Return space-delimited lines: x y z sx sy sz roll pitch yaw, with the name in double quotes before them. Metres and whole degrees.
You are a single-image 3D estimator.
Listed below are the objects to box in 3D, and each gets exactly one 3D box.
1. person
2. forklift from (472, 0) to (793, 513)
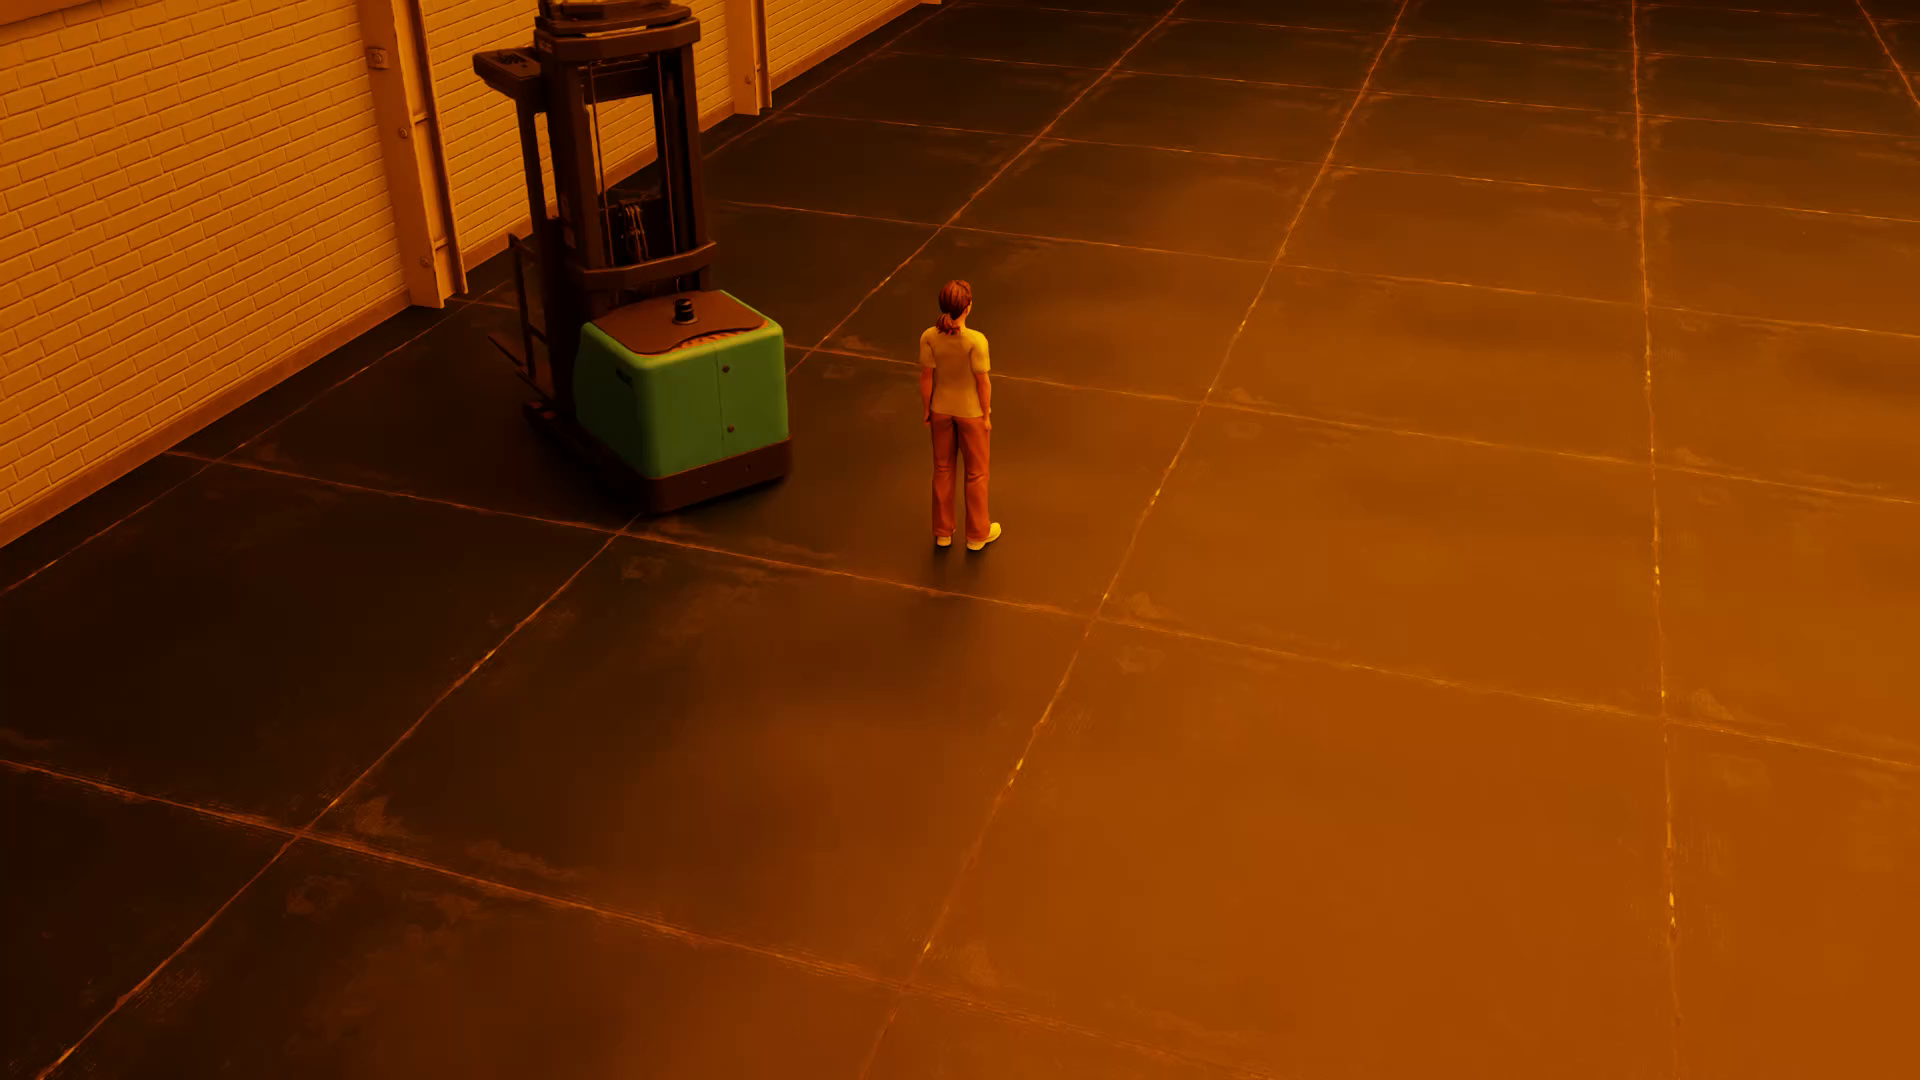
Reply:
"person" -0.005 -0.726 9.684 0.435 1.671 0.381 10 31 16
"forklift" -2.354 -2.113 10.843 1.130 2.935 3.031 -20 35 -31
